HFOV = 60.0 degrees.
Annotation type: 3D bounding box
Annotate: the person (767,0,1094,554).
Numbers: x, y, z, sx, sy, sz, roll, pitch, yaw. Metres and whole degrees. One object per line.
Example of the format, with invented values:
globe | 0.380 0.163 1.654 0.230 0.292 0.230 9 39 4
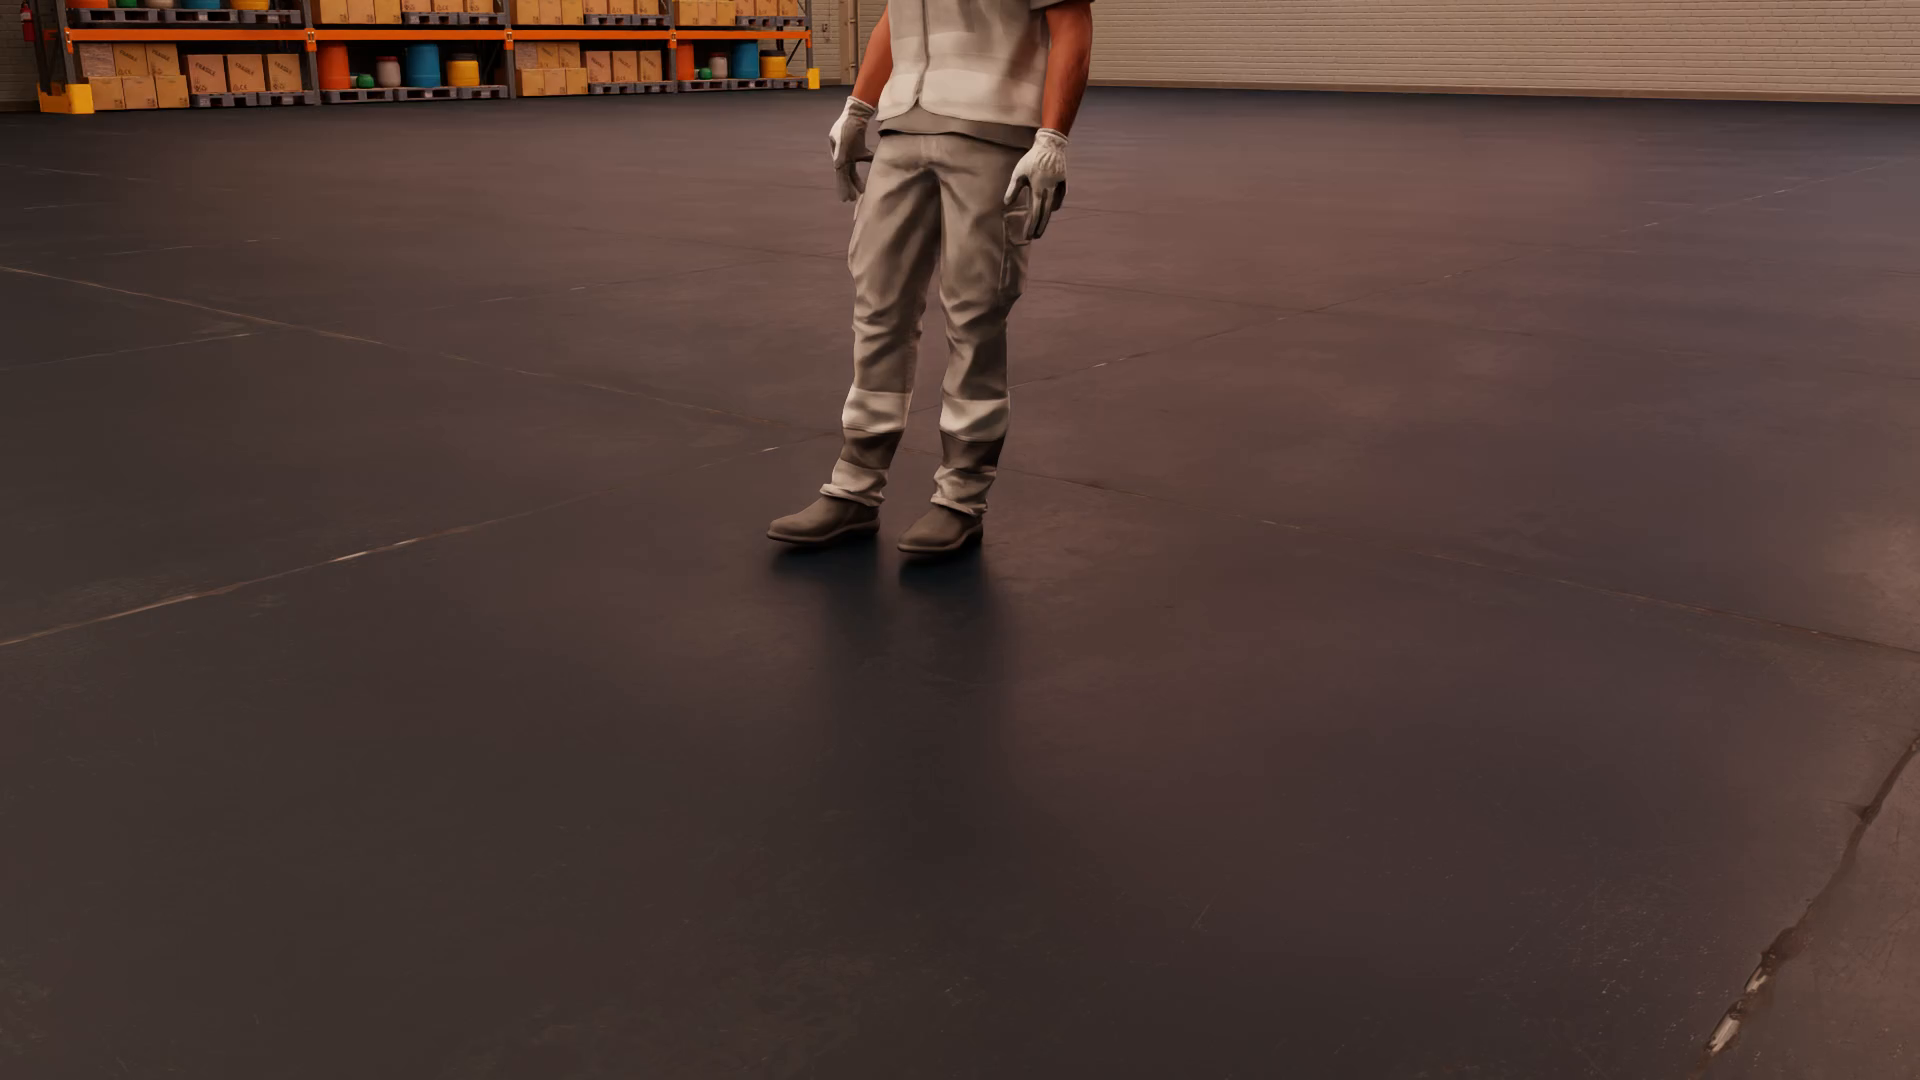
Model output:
person | -0.061 -0.848 3.629 0.637 1.787 0.564 13 21 37
